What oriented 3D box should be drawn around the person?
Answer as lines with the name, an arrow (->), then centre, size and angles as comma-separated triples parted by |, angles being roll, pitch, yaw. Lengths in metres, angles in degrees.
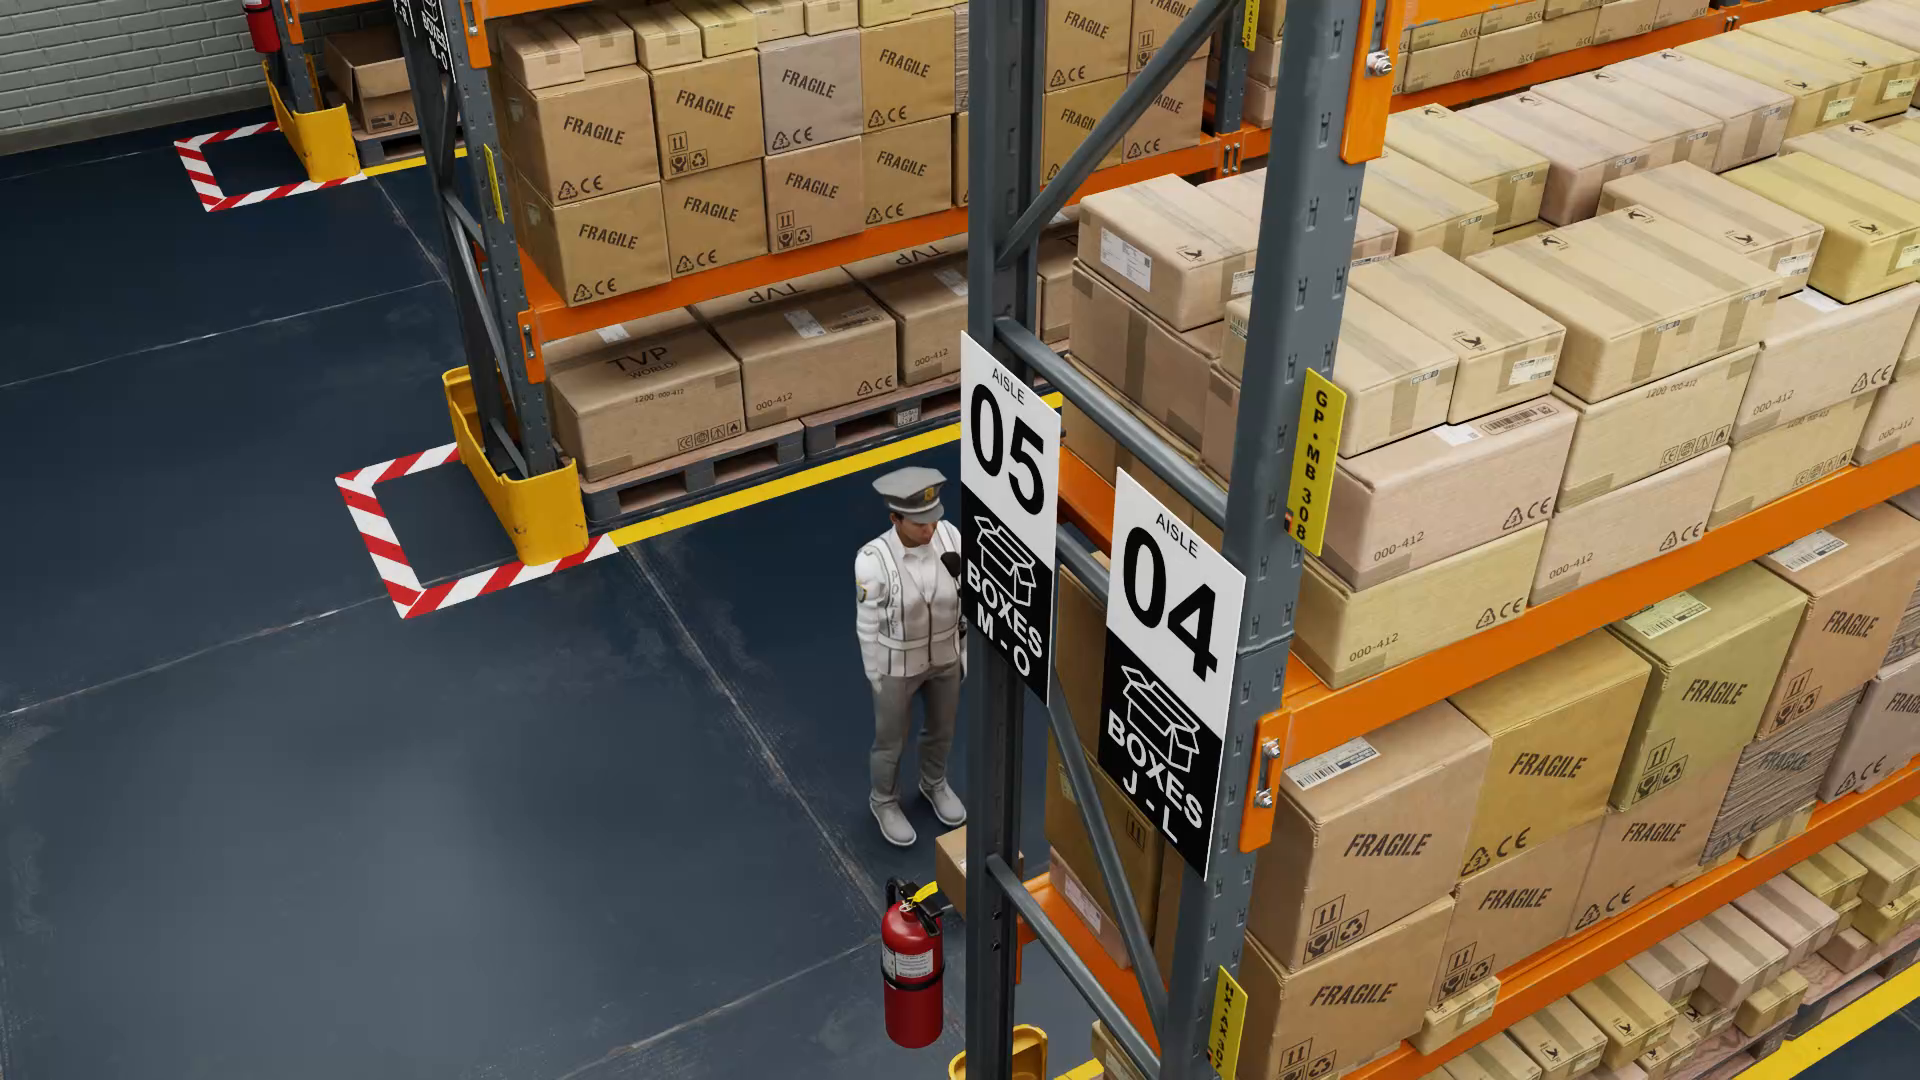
person -> -0.154, 0.453, 6.315 | 0.465, 1.679, 0.336 | -18, 41, -23
